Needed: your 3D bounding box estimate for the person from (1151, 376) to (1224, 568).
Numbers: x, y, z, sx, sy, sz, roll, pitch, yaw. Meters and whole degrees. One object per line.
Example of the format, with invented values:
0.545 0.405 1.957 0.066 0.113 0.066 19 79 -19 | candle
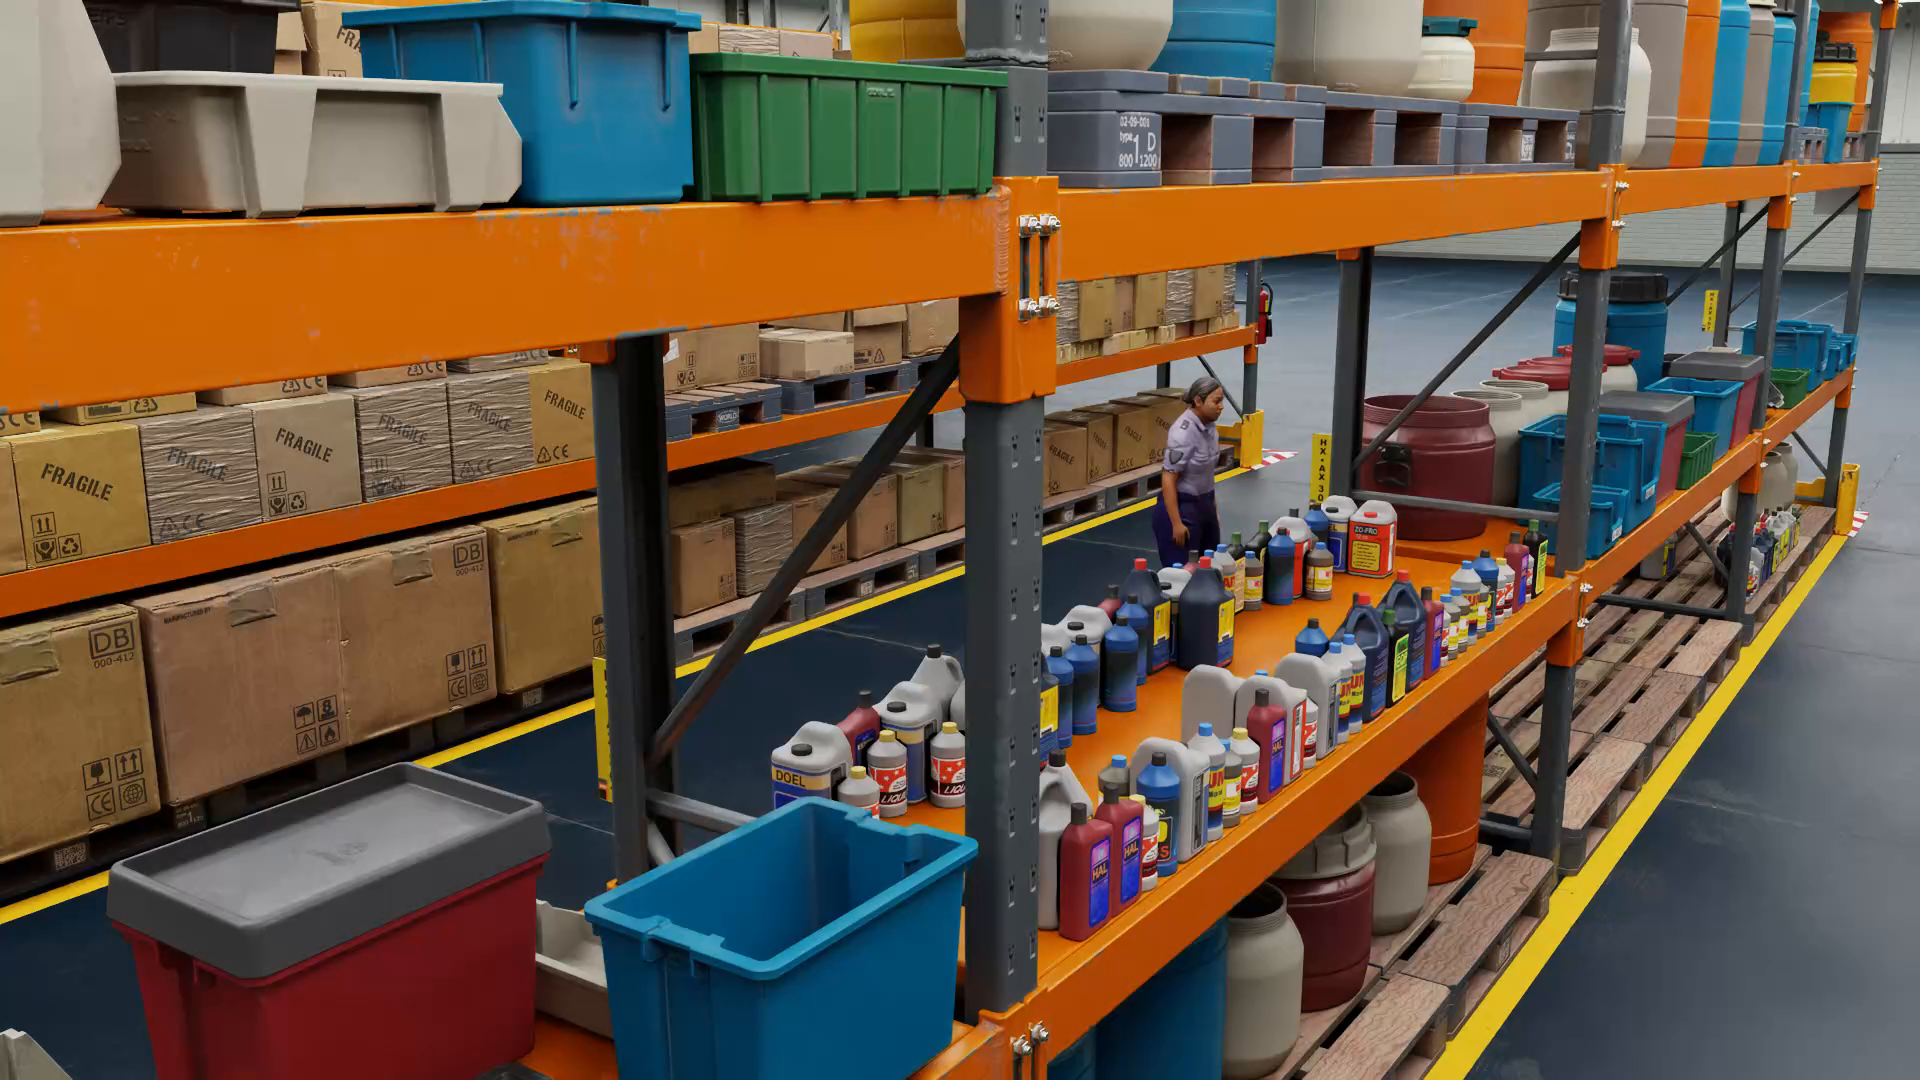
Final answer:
1.330 -0.111 9.478 0.412 1.652 0.539 9 16 33 | person
